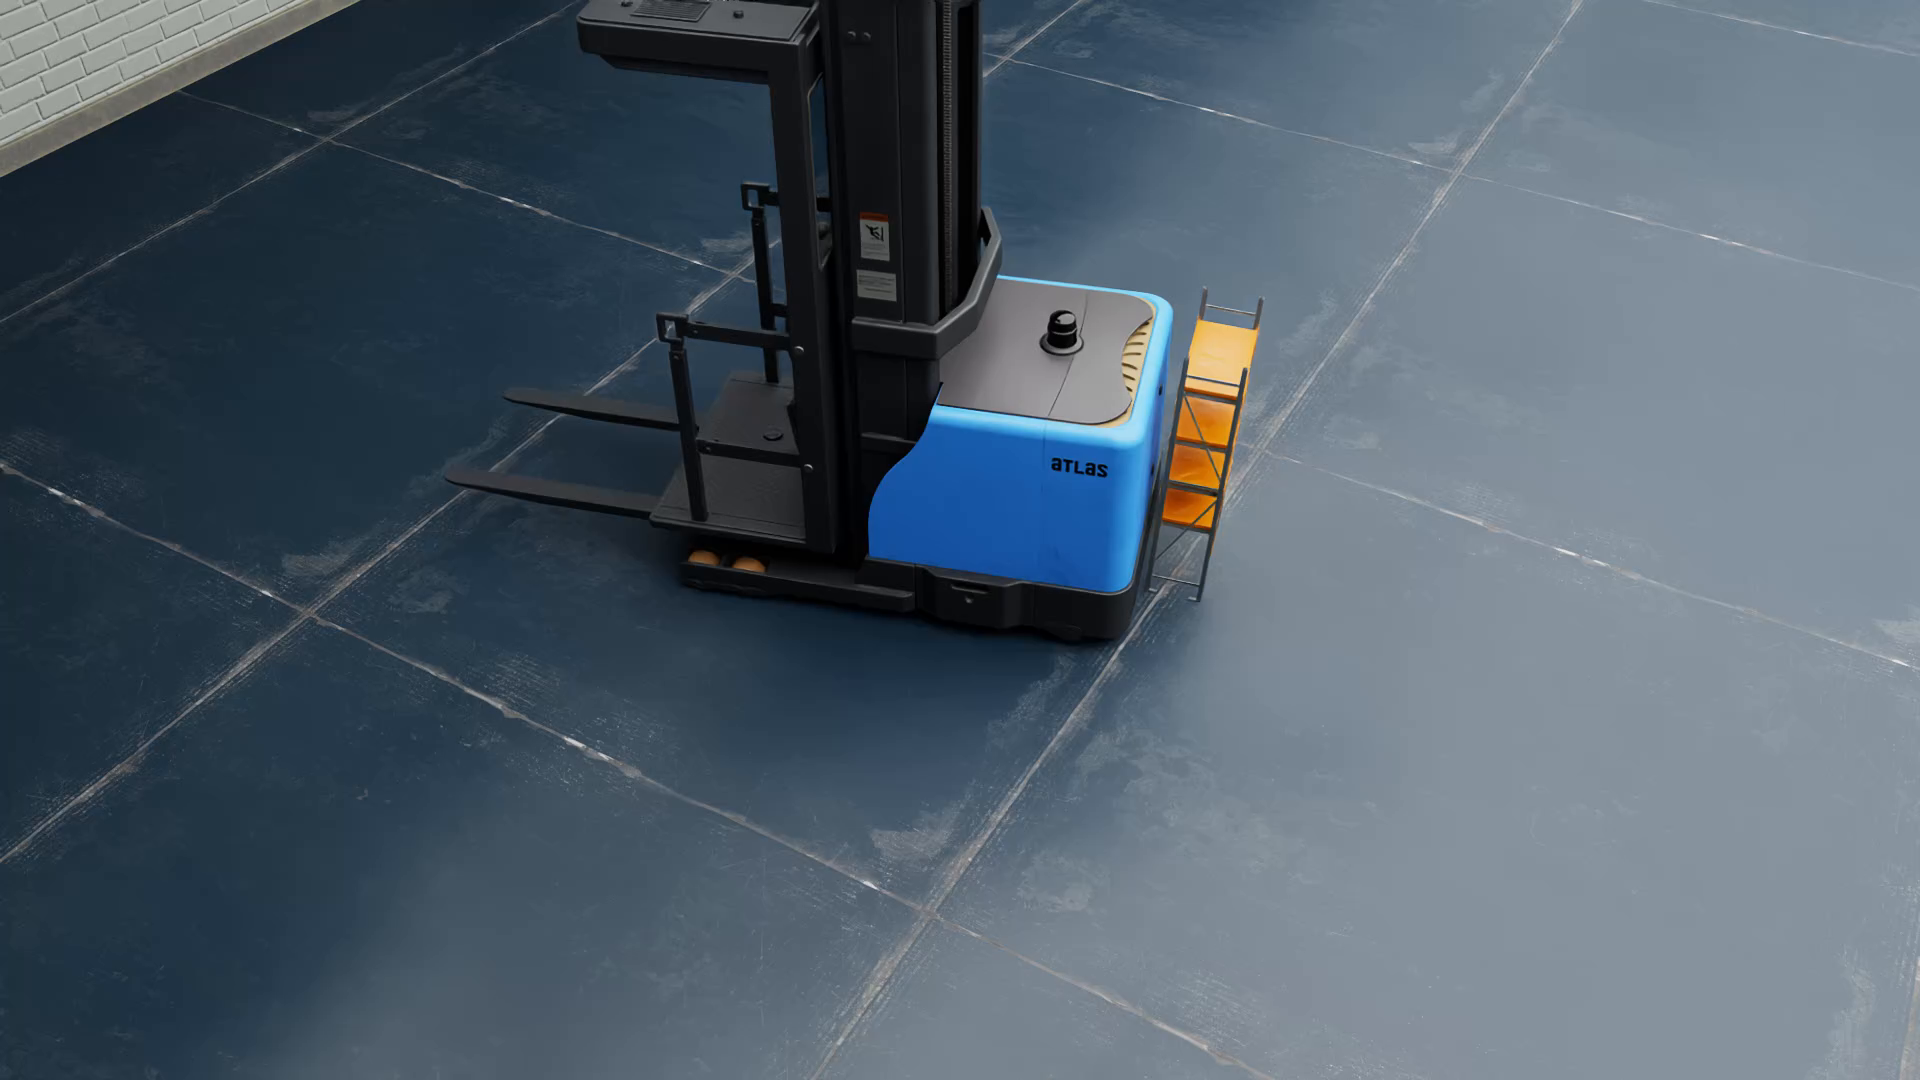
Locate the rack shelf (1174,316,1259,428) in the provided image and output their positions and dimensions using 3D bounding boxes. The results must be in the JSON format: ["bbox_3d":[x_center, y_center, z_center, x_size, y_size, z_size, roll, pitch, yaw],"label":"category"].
[{"bbox_3d":[1.003,-0.660,6.488,0.258,0.148,0.480,12,43,9],"label":"rack shelf"}]

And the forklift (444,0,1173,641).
[{"bbox_3d":[-0.695,-1.195,6.390,3.031,2.935,1.130,9,42,10],"label":"forklift"}]

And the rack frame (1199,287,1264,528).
[{"bbox_3d":[1.046,-0.525,6.928,0.240,1.200,0.015,12,43,9],"label":"rack frame"}]

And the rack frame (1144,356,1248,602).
[{"bbox_3d":[0.922,-0.213,6.574,0.240,1.200,0.015,12,43,9],"label":"rack frame"}]

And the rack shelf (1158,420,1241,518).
[{"bbox_3d":[0.981,-0.319,6.796,0.258,0.148,0.480,12,43,9],"label":"rack shelf"}]

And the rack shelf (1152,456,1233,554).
[{"bbox_3d":[0.971,-0.172,6.929,0.258,0.148,0.480,12,43,9],"label":"rack shelf"}]

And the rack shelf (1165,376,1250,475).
[{"bbox_3d":[0.992,-0.485,6.646,0.258,0.148,0.480,12,43,9],"label":"rack shelf"}]

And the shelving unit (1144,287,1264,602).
[{"bbox_3d":[0.984,-0.369,6.751,0.258,1.200,0.503,12,43,9],"label":"shelving unit"}]
